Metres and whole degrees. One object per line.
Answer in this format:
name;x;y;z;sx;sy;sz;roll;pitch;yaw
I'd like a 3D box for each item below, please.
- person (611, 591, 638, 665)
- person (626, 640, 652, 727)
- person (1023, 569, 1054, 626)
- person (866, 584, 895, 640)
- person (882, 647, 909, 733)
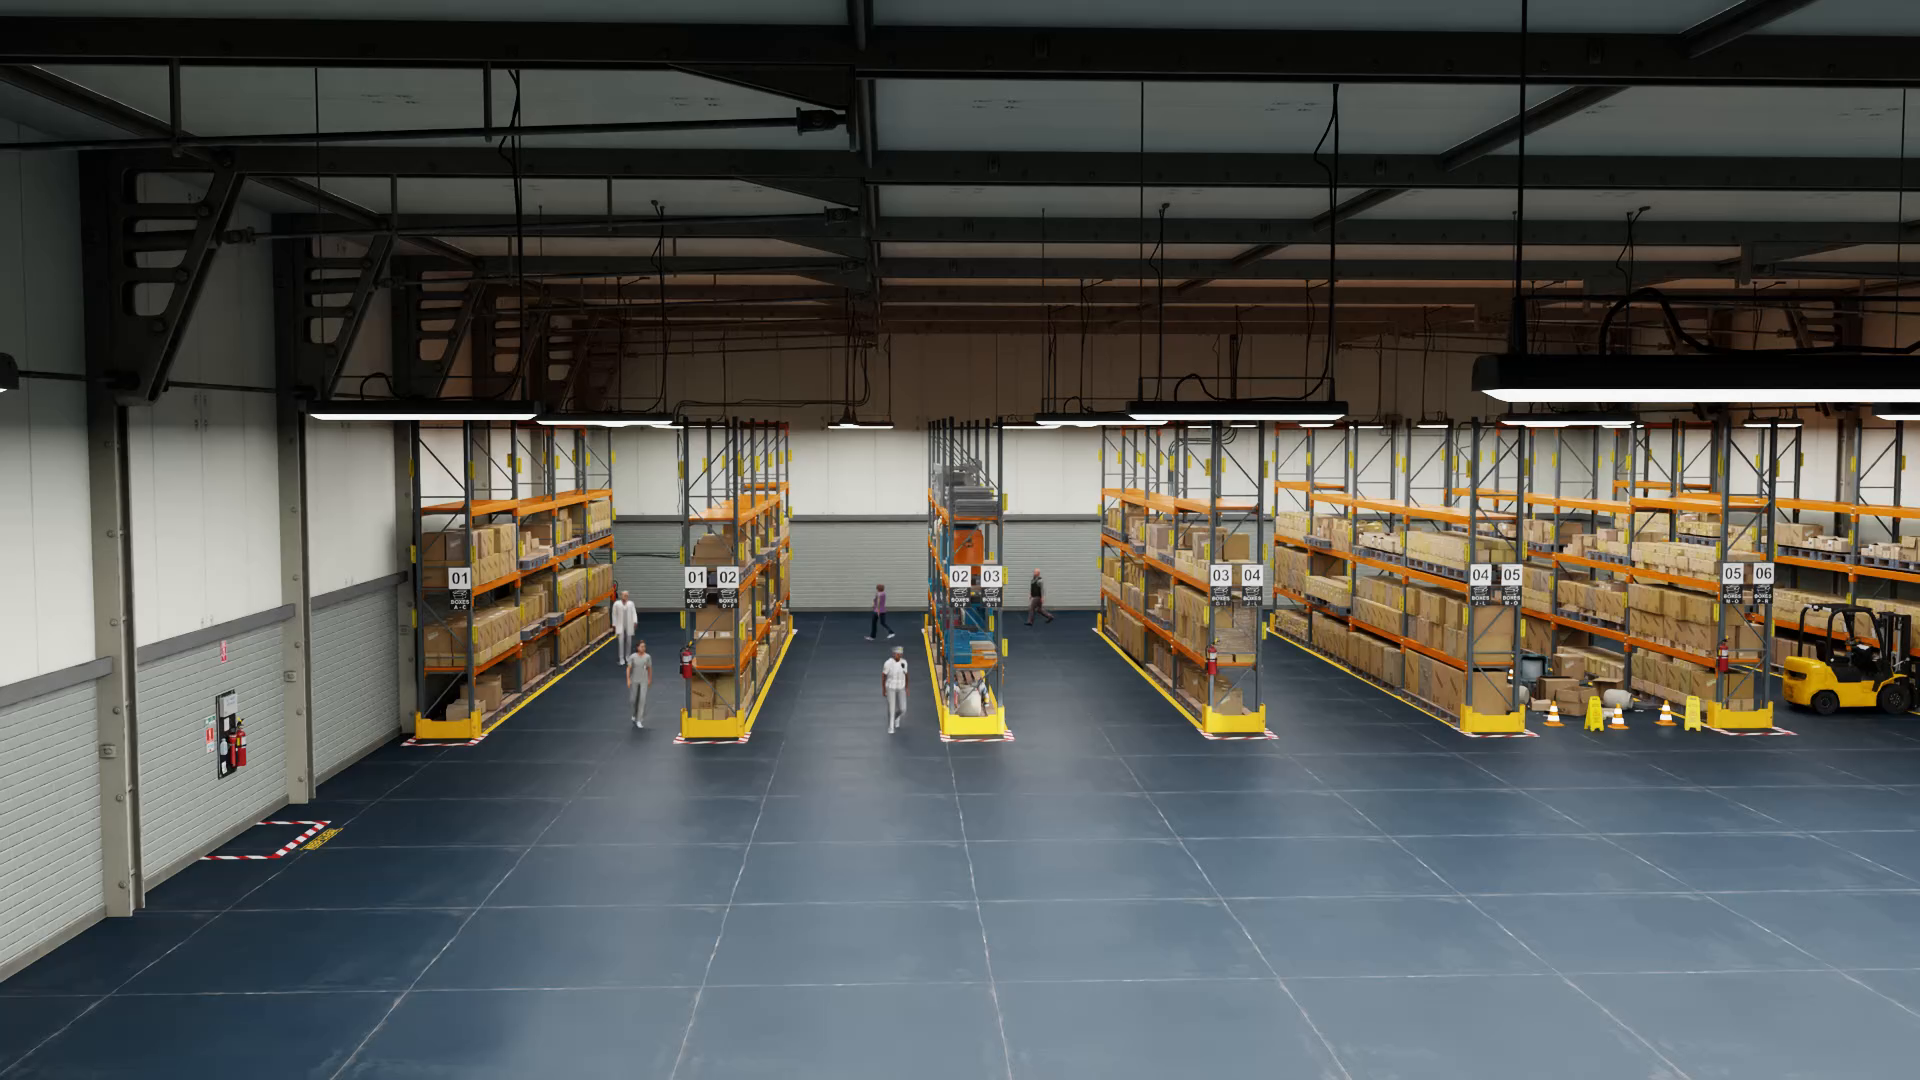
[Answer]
person;-8.285;2.173;41.207;0.602;1.792;0.774;-2;4;-23
person;-6.272;2.791;32.530;0.520;1.671;0.767;-1;4;-19
person;2.304;1.687;48.891;0.964;1.690;0.519;-1;4;-9
person;-2.189;1.966;45.437;0.864;1.562;0.423;2;4;30
person;-1.250;2.834;31.793;0.498;1.650;0.527;-1;4;-18
